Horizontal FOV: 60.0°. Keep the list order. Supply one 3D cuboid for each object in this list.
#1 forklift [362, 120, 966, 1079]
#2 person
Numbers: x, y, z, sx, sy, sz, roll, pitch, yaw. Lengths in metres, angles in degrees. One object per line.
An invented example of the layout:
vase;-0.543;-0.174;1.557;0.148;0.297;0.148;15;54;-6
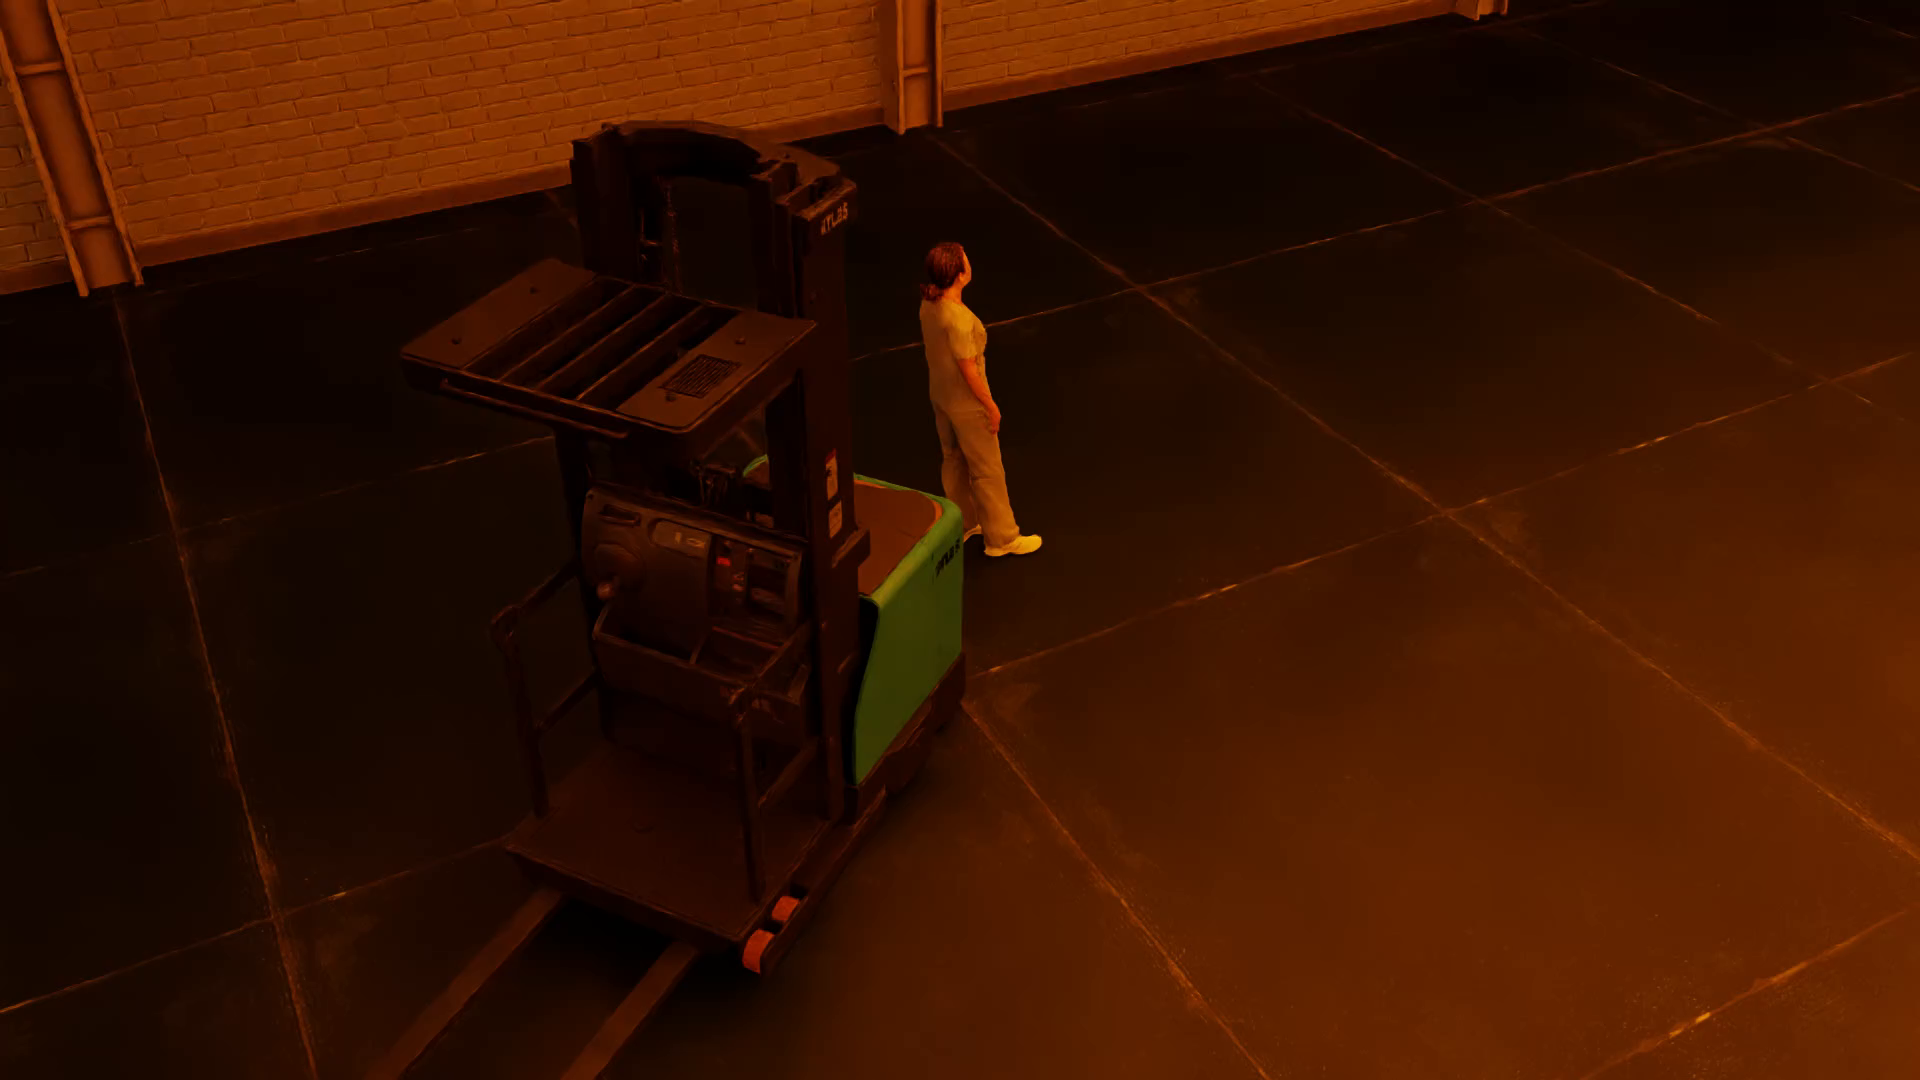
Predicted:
forklift;-1.076;0.159;5.899;1.130;2.935;3.031;16;38;21
person;0.081;-0.698;8.204;0.526;1.652;0.550;-17;39;-23
